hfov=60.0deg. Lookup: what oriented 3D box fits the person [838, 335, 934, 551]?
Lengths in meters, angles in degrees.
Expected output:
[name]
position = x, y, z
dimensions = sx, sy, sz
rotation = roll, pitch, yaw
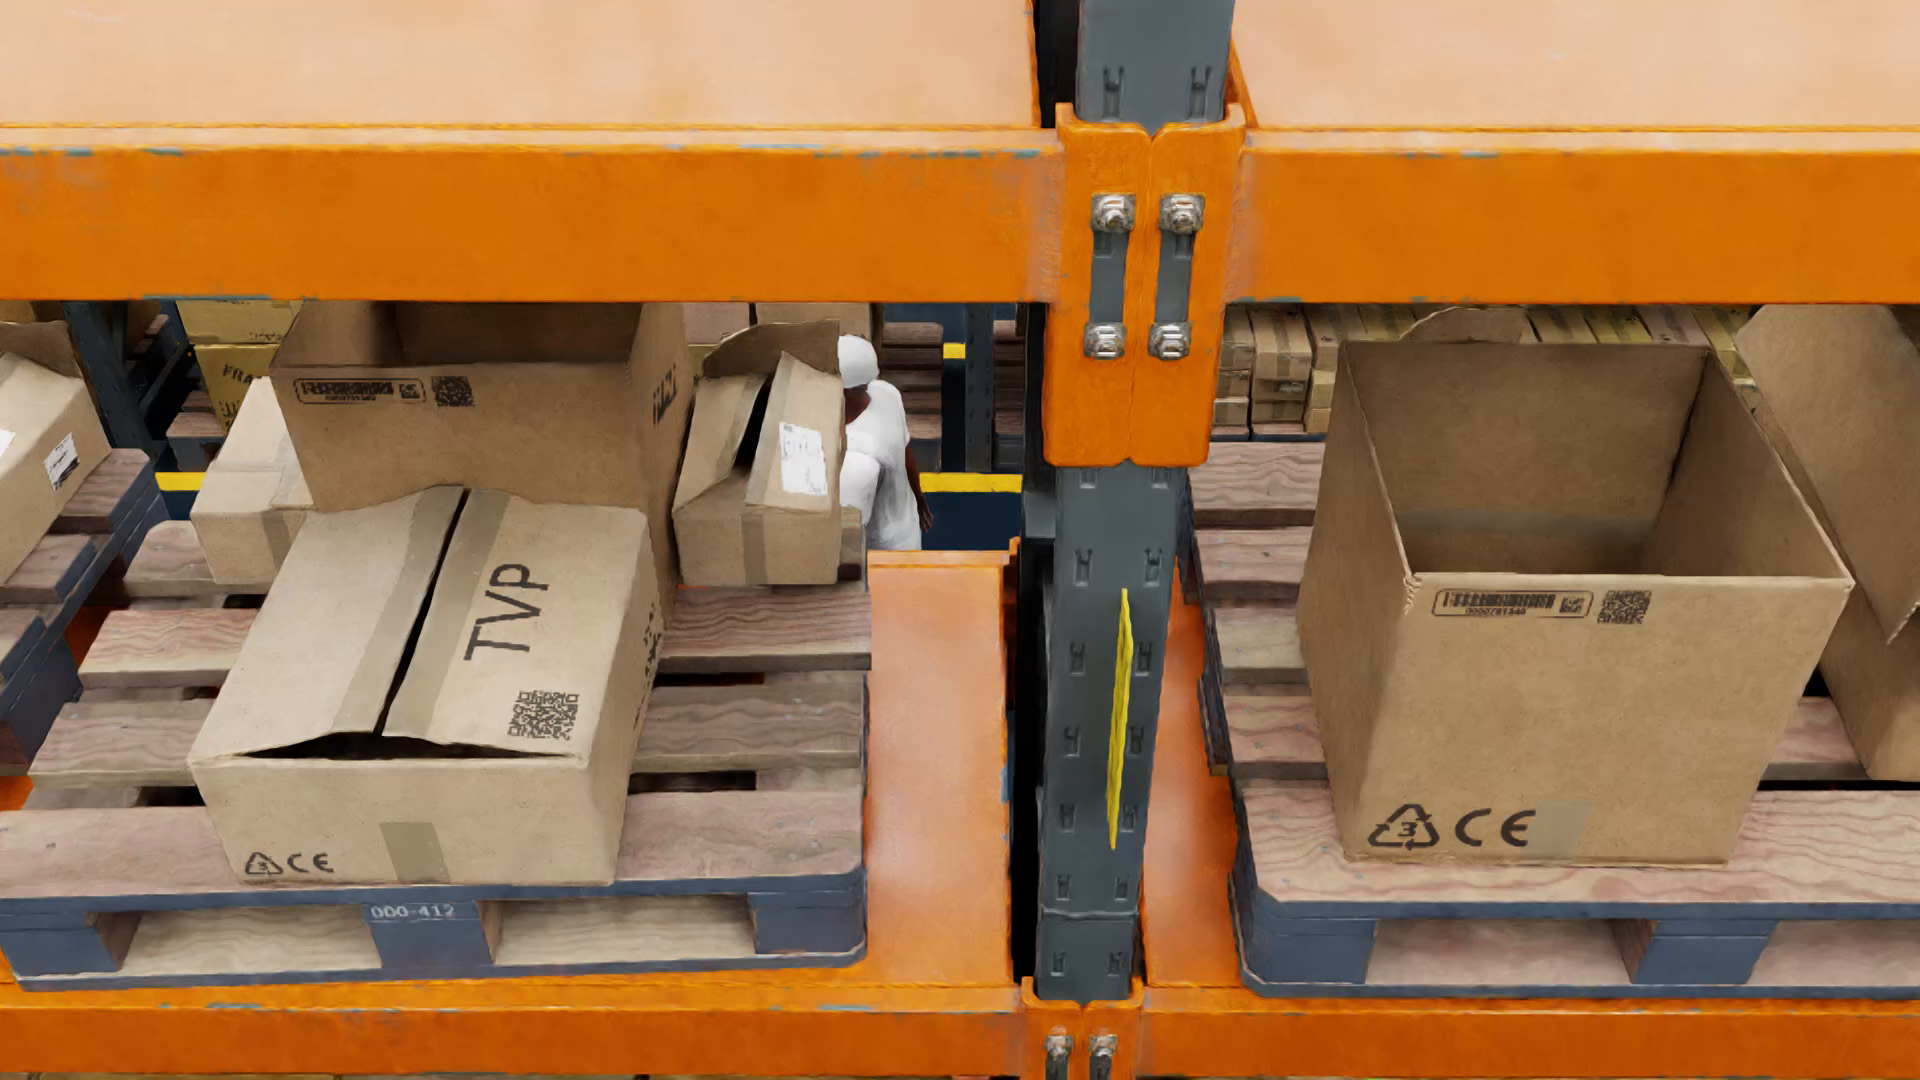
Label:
[person]
position = -0.399, -0.007, 6.152
dimensions = 1.010, 1.710, 0.596
rotation = -1, 39, -1
